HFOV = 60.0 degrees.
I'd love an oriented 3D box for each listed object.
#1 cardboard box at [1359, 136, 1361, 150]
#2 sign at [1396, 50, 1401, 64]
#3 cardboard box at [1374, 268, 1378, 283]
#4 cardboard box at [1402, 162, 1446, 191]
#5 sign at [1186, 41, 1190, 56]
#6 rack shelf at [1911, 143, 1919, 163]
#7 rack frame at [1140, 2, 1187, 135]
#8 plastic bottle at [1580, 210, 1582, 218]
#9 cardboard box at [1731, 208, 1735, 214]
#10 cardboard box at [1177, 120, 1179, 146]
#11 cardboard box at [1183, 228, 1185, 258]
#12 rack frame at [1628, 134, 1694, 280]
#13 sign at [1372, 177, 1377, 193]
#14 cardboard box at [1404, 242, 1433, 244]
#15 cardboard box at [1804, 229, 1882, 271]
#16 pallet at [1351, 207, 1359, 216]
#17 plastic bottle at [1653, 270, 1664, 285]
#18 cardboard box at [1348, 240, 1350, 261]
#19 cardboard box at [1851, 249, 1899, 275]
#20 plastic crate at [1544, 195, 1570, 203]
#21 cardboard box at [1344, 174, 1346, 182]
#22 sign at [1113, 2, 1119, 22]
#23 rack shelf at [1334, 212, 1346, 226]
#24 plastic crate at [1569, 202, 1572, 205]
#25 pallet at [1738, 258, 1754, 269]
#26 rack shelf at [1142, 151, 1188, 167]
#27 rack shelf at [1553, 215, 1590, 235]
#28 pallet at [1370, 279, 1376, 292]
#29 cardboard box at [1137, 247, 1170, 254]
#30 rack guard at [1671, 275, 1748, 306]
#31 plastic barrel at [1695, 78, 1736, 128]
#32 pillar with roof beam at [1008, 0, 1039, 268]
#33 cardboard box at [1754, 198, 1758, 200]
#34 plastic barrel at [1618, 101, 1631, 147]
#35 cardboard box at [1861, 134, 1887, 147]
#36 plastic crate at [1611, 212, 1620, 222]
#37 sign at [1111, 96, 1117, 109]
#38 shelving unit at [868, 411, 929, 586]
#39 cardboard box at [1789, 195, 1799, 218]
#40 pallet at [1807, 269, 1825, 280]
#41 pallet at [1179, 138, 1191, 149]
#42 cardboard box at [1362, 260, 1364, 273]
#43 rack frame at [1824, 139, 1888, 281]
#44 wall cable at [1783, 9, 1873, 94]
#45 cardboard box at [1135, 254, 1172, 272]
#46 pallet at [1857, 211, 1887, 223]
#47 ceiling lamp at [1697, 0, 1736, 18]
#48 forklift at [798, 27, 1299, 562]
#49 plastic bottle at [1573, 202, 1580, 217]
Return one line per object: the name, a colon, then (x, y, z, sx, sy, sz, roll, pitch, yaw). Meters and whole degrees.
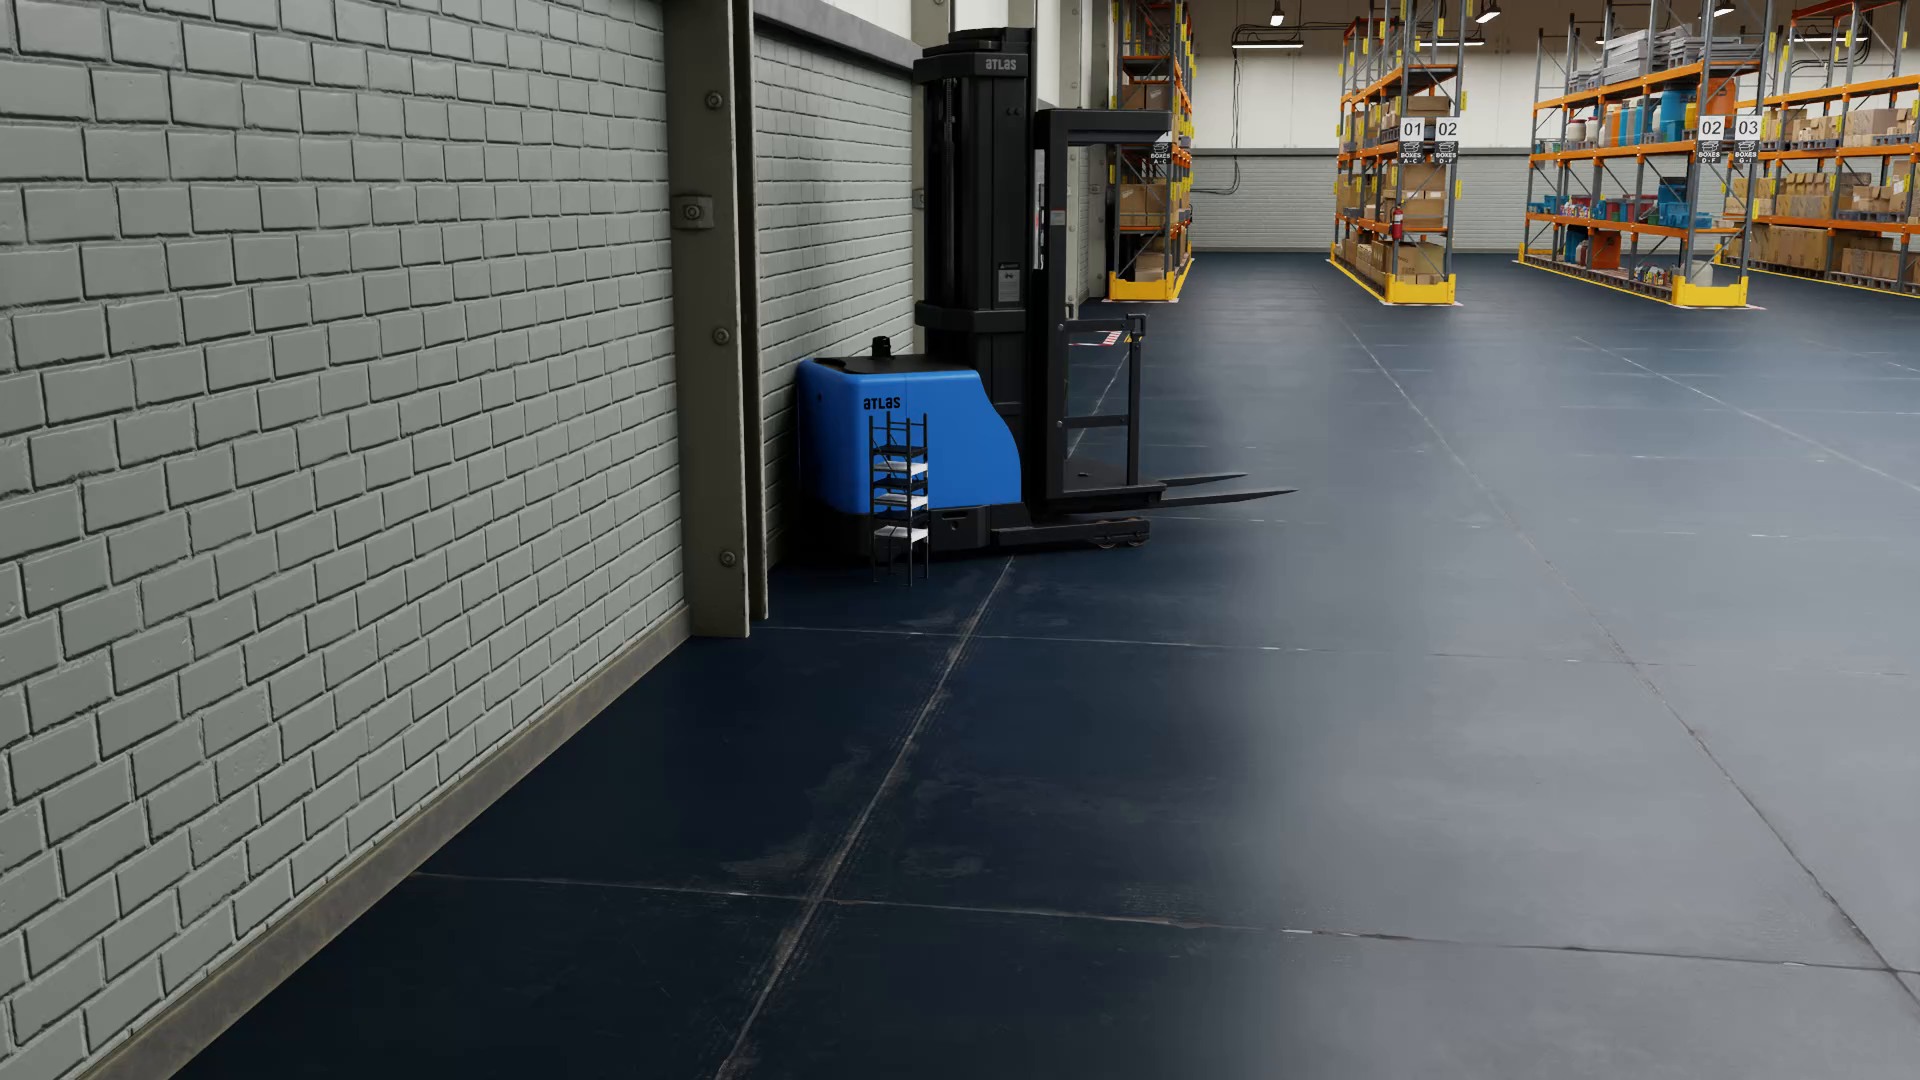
cardboard box: (9.545, -9.092, 37.706, 0.910, 0.500, 0.500, 2, 12, 9)
sign: (10.597, -11.662, 40.152, 0.100, 0.325, 0.005, 2, 12, 9)
cardboard box: (8.283, -5.113, 32.128, 0.500, 0.250, 0.500, 2, 12, 9)
cardboard box: (8.295, -6.505, 29.739, 0.700, 0.500, 0.500, 2, 12, 9)
sign: (5.075, -10.951, 37.044, 0.100, 0.325, 0.005, 2, 12, 9)
rack shelf: (18.298, -6.923, 29.585, 1.077, 0.370, 4.000, 2, 12, 9)
rack frame: (4.537, -10.471, 37.222, 1.000, 3.000, 0.127, 2, 12, 9)
plastic bottle: (14.128, -7.412, 37.737, 0.097, 0.201, 0.097, 0, 12, 0)
cardboard box: (19.993, -8.430, 42.586, 0.380, 0.149, 0.250, 2, 12, 7)
cardboard box: (4.088, -8.117, 33.135, 0.500, 0.500, 0.500, 2, 12, 10)
cardboard box: (5.047, -7.201, 40.394, 0.750, 0.750, 0.750, 2, 12, 10)
rack frame: (13.711, -6.385, 32.501, 1.000, 3.000, 0.127, 2, 12, 9)
sign: (8.280, -7.089, 33.208, 0.100, 0.325, 0.005, 2, 12, 9)
cardboard box: (8.801, -5.463, 31.971, 0.500, 0.500, 0.500, 2, 12, 9)
cardboard box: (19.347, -6.367, 36.463, 1.225, 0.875, 0.875, 1, 12, 6)
pallet: (9.727, -7.690, 39.013, 1.003, 0.211, 1.213, 2, 12, 9)
plastic bottle: (13.011, -4.884, 30.957, 0.152, 0.276, 0.135, 2, 12, 9)
cardboard box: (9.662, -7.001, 40.247, 0.500, 0.500, 0.500, 2, 12, 9)
cardboard box: (19.065, -5.794, 34.649, 0.700, 0.500, 0.500, 1, 12, 4)
plastic crate: (15.690, -8.854, 43.731, 0.616, 0.435, 0.499, 2, 12, 9)
cardboard box: (9.946, -8.970, 41.884, 0.500, 0.500, 0.500, 2, 12, 8)
sign: (2.762, -9.362, 29.483, 0.100, 0.325, 0.005, 2, 12, 9)
rack shelf: (10.355, -8.276, 42.985, 1.077, 0.370, 4.000, 2, 12, 9)
plastic crate: (15.359, -8.334, 41.682, 0.437, 0.282, 0.530, 2, 12, 9)
pallet: (20.215, -6.937, 41.682, 1.003, 0.211, 1.213, 2, 12, 9)
rack shelf: (4.845, -9.070, 39.546, 1.077, 0.370, 4.000, 2, 12, 9)
rack shelf: (14.634, -7.282, 38.373, 1.077, 0.370, 4.000, 2, 12, 9)
pallet: (8.654, -5.019, 32.782, 1.003, 0.211, 1.213, 2, 12, 9)
cardboard box: (4.167, -6.067, 35.915, 0.700, 0.500, 0.500, 2, 12, 9)
rack guard: (13.061, -4.348, 28.981, 1.175, 0.500, 0.348, 2, 12, 9)
plastic barrel: (13.045, -7.539, 28.721, 0.600, 0.830, 0.708, 2, 12, 9)
pillar with roof beam: (4.968, -6.342, 18.063, 9.100, 9.000, 0.400, 2, 12, 9)
cardboard box: (19.800, -8.277, 40.928, 0.500, 0.250, 0.500, 2, 12, 10)
plastic barrel: (13.776, -8.482, 33.920, 0.600, 0.901, 0.708, 2, 12, 9)
cardboard box: (18.748, -8.147, 33.911, 0.500, 0.250, 0.500, 2, 12, 10)
plastic crate: (13.700, -6.653, 34.248, 0.450, 0.188, 0.662, 2, 12, 9)
sign: (2.762, -7.795, 29.821, 0.100, 0.325, 0.005, 2, 12, 9)
shelving unit: (-0.327, -0.224, 8.895, 0.258, 0.900, 0.210, 5, 13, 24)
cardboard box: (19.364, -7.642, 38.098, 0.500, 0.500, 0.500, 2, 12, 7)
pallet: (19.416, -5.856, 36.664, 1.003, 0.211, 1.213, 2, 12, 9)
pallet: (4.279, -8.422, 35.277, 1.213, 0.211, 1.003, 2, 12, 9)
cardboard box: (8.832, -5.821, 35.413, 0.500, 0.250, 0.500, 2, 12, 10)
rack frame: (19.221, -7.057, 35.620, 1.000, 3.000, 0.127, 2, 12, 9)
wall cable: (24.726, -14.293, 47.320, 2.277, 5.999, 0.120, 2, 12, 9)
cardboard box: (3.752, -5.277, 32.251, 0.700, 0.500, 0.500, 1, 12, 5)
pallet: (18.957, -6.550, 33.722, 1.003, 0.211, 1.213, 2, 12, 9)
ceiling lamp: (17.579, -13.572, 37.755, 0.800, 3.185, 2.000, 2, 12, 9)
forklift: (0.588, -1.481, 9.906, 3.031, 2.935, 1.130, -5, 13, -21)
plastic bottle: (14.258, -7.628, 38.384, 0.144, 0.351, 0.185, 2, 12, 9)
